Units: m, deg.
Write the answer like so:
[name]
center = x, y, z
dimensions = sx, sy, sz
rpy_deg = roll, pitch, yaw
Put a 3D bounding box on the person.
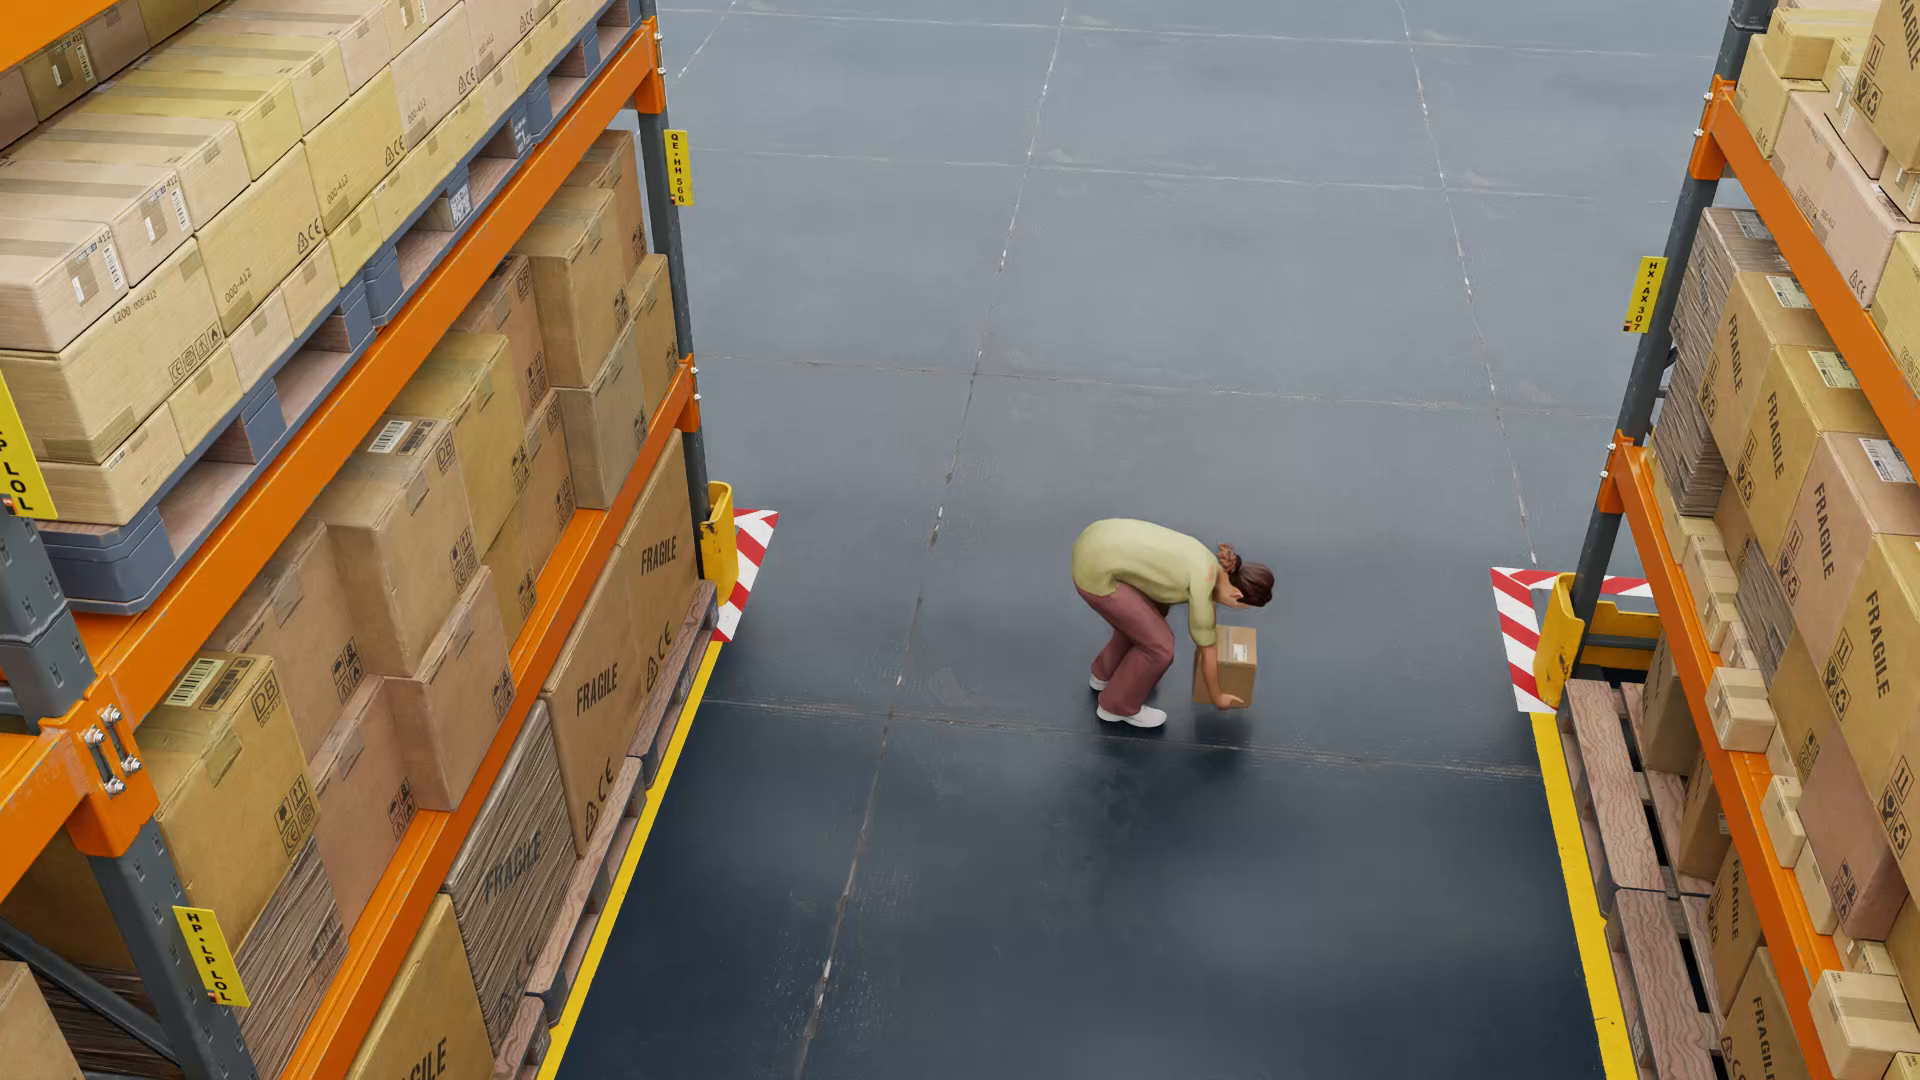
[person]
center = 0.894, 0.374, 7.180
dimensions = 0.856, 0.904, 0.451
rpy_deg = 3, 36, 4
